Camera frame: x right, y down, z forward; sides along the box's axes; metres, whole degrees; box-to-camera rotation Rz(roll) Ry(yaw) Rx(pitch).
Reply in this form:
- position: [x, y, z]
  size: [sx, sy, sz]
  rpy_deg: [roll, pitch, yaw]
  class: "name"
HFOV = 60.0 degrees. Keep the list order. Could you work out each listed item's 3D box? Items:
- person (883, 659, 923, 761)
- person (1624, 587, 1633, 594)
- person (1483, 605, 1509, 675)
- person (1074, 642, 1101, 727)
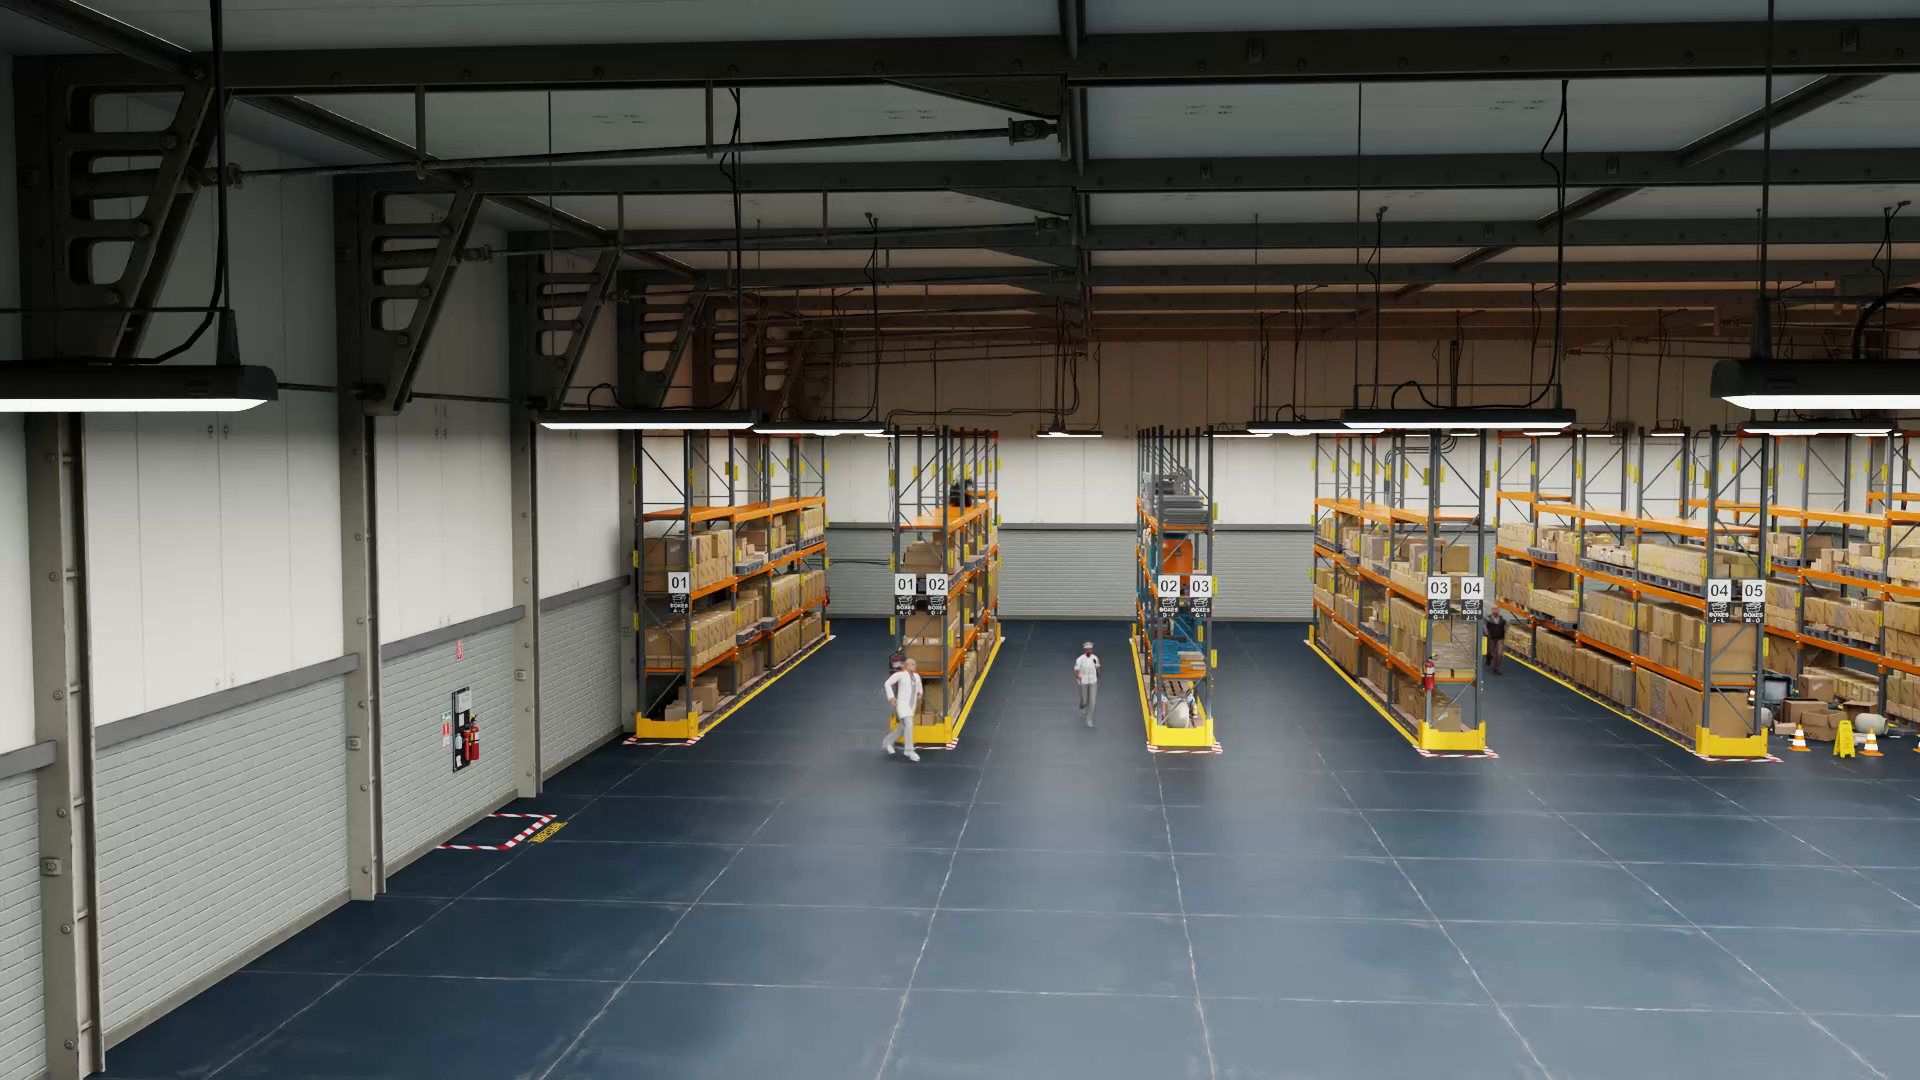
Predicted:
- position: [-0.956, 3.030, 30.107]
  size: [1.009, 1.762, 0.737]
  rpy_deg: [3, 5, 42]
  class: "person"
- position: [18.913, 2.032, 47.279]
  size: [0.796, 1.792, 0.658]
  rpy_deg: [0, 3, 1]
  class: "person"
- position: [13.155, 2.438, 40.838]
  size: [0.676, 1.685, 0.791]
  rpy_deg: [0, 3, 5]
  class: "person"
- position: [2.583, 2.886, 33.569]
  size: [0.577, 1.680, 0.711]
  rpy_deg: [0, 3, -7]
  class: "person"
